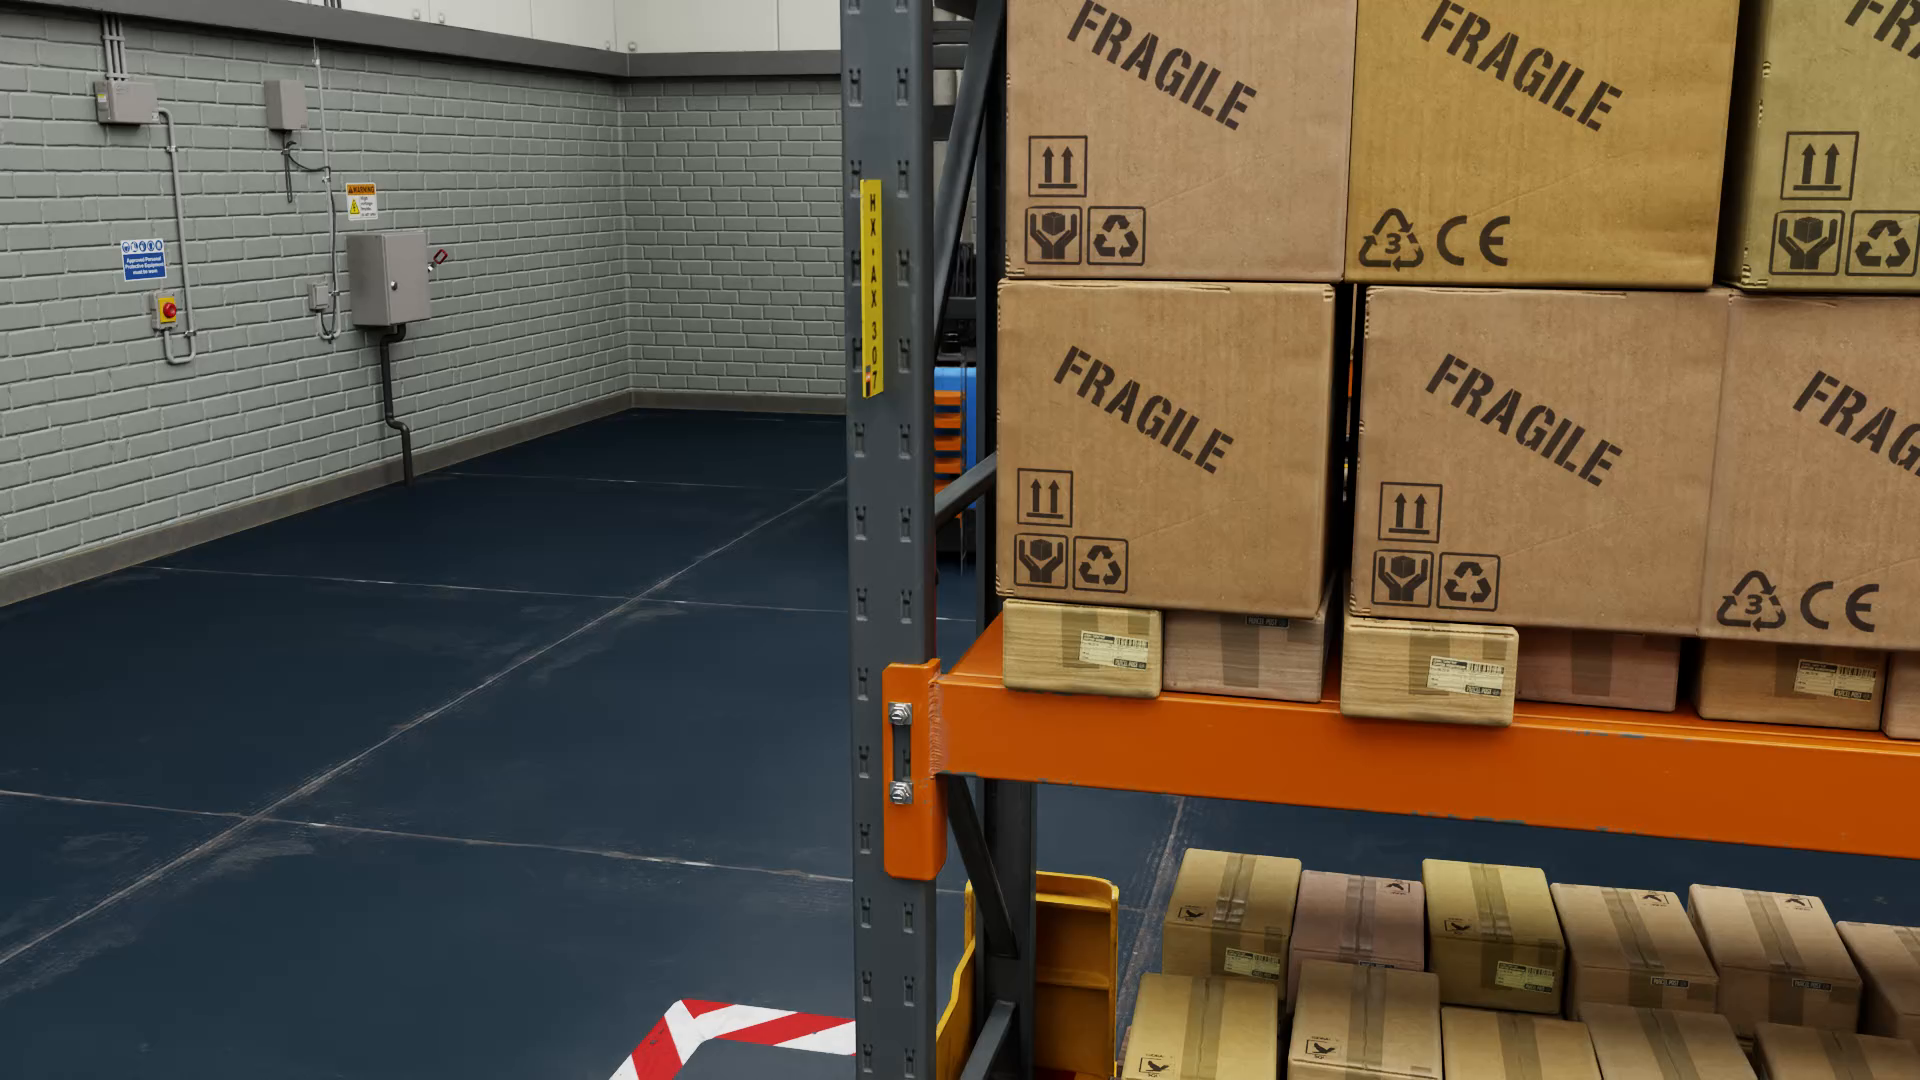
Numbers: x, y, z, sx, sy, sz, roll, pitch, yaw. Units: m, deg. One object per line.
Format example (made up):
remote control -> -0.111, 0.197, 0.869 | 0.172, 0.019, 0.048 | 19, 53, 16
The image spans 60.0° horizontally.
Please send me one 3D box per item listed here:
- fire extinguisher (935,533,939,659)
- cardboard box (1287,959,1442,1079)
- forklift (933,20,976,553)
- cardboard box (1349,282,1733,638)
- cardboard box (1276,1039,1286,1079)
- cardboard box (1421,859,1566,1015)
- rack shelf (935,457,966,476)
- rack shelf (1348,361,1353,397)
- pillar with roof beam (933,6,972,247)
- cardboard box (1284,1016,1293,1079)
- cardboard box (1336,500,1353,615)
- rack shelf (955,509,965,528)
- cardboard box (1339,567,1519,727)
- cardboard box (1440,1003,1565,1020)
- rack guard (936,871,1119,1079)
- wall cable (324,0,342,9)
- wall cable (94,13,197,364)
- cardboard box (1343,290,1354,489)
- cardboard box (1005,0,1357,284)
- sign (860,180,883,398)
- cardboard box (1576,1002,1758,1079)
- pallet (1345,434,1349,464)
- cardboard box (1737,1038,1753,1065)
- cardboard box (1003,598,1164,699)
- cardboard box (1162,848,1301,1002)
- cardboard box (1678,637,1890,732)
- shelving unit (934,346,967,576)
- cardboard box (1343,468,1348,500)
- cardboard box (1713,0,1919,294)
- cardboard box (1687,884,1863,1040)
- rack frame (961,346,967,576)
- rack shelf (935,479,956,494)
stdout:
fire extinguisher -> -0.138, 0.034, 3.696 | 0.183, 0.674, 0.296 | 3, 13, 14
cardboard box -> 0.720, 0.908, 2.955 | 0.250, 0.149, 0.380 | 3, 13, 15
forklift -> 0.068, -1.624, 10.288 | 1.130, 2.935, 3.031 | 1, 13, 6
cardboard box -> 0.892, -0.166, 2.640 | 0.500, 0.500, 0.500 | 3, 13, 14
cardboard box -> 0.444, 1.047, 3.016 | 0.250, 0.149, 0.380 | 4, 13, 16
cardboard box -> 1.083, 0.806, 3.413 | 0.250, 0.149, 0.380 | 3, 13, 12
rack shelf -> -0.071, -0.377, 8.867 | 0.180, 0.103, 0.258 | 1, 13, 6
rack shelf -> 3.026, -0.667, 7.477 | 4.000, 0.370, 1.077 | 3, 13, 14
pillar with roof beam -> -1.163, -4.519, 9.327 | 0.400, 9.000, 9.100 | 3, 13, 14
cardboard box -> 0.557, 1.094, 3.489 | 0.250, 0.149, 0.380 | 3, 13, 14
cardboard box -> 0.860, 0.035, 3.232 | 0.250, 0.149, 0.380 | 3, 13, 13
rack shelf -> -0.071, -0.143, 8.919 | 0.180, 0.103, 0.258 | 1, 13, 6
cardboard box -> 0.738, 0.162, 2.658 | 0.250, 0.149, 0.380 | 3, 13, 12
cardboard box -> 1.082, 0.960, 3.409 | 0.250, 0.149, 0.380 | 3, 13, 11
rack guard -> 0.070, 1.148, 3.404 | 0.348, 0.500, 1.175 | 3, 13, 14
wall cable -> -3.619, -5.047, 11.620 | 0.133, 3.039, 2.988 | 3, 13, 14
wall cable -> -4.396, -1.921, 9.050 | 0.123, 1.953, 0.585 | 3, 13, 14
cardboard box -> 0.494, -0.301, 3.247 | 0.500, 0.500, 0.500 | 3, 13, 15
cardboard box -> 0.369, -0.679, 2.643 | 0.500, 0.500, 0.500 | 3, 13, 13
sign -> -0.133, -0.385, 2.543 | 0.005, 0.325, 0.100 | 3, 13, 14
cardboard box -> 1.195, 0.943, 2.795 | 0.250, 0.149, 0.380 | 2, 13, 11
pallet -> 3.118, -0.760, 12.671 | 1.213, 0.211, 1.003 | 3, 13, 14
cardboard box -> 1.588, 0.984, 3.300 | 0.250, 0.149, 0.380 | 3, 13, 14
cardboard box -> 0.232, 0.132, 2.792 | 0.250, 0.149, 0.380 | 3, 13, 13
cardboard box -> 0.571, 0.795, 3.466 | 0.250, 0.149, 0.380 | 3, 13, 14
cardboard box -> 1.280, 0.166, 2.640 | 0.250, 0.149, 0.380 | 3, 13, 13
shelving unit -> -0.071, -0.420, 8.857 | 0.189, 1.200, 0.258 | 1, 13, 6
cardboard box -> 1.749, -0.063, 8.039 | 0.875, 0.438, 0.875 | 3, 13, 12
cardboard box -> 1.360, -0.623, 2.388 | 0.500, 0.500, 0.500 | 3, 13, 12
cardboard box -> 1.594, 0.835, 3.282 | 0.250, 0.149, 0.380 | 4, 13, 16
rack frame -> 0.020, -0.418, 8.848 | 0.006, 1.200, 0.240 | 1, 13, 6
rack shelf -> -0.071, -0.260, 8.893 | 0.180, 0.103, 0.258 | 1, 13, 6
